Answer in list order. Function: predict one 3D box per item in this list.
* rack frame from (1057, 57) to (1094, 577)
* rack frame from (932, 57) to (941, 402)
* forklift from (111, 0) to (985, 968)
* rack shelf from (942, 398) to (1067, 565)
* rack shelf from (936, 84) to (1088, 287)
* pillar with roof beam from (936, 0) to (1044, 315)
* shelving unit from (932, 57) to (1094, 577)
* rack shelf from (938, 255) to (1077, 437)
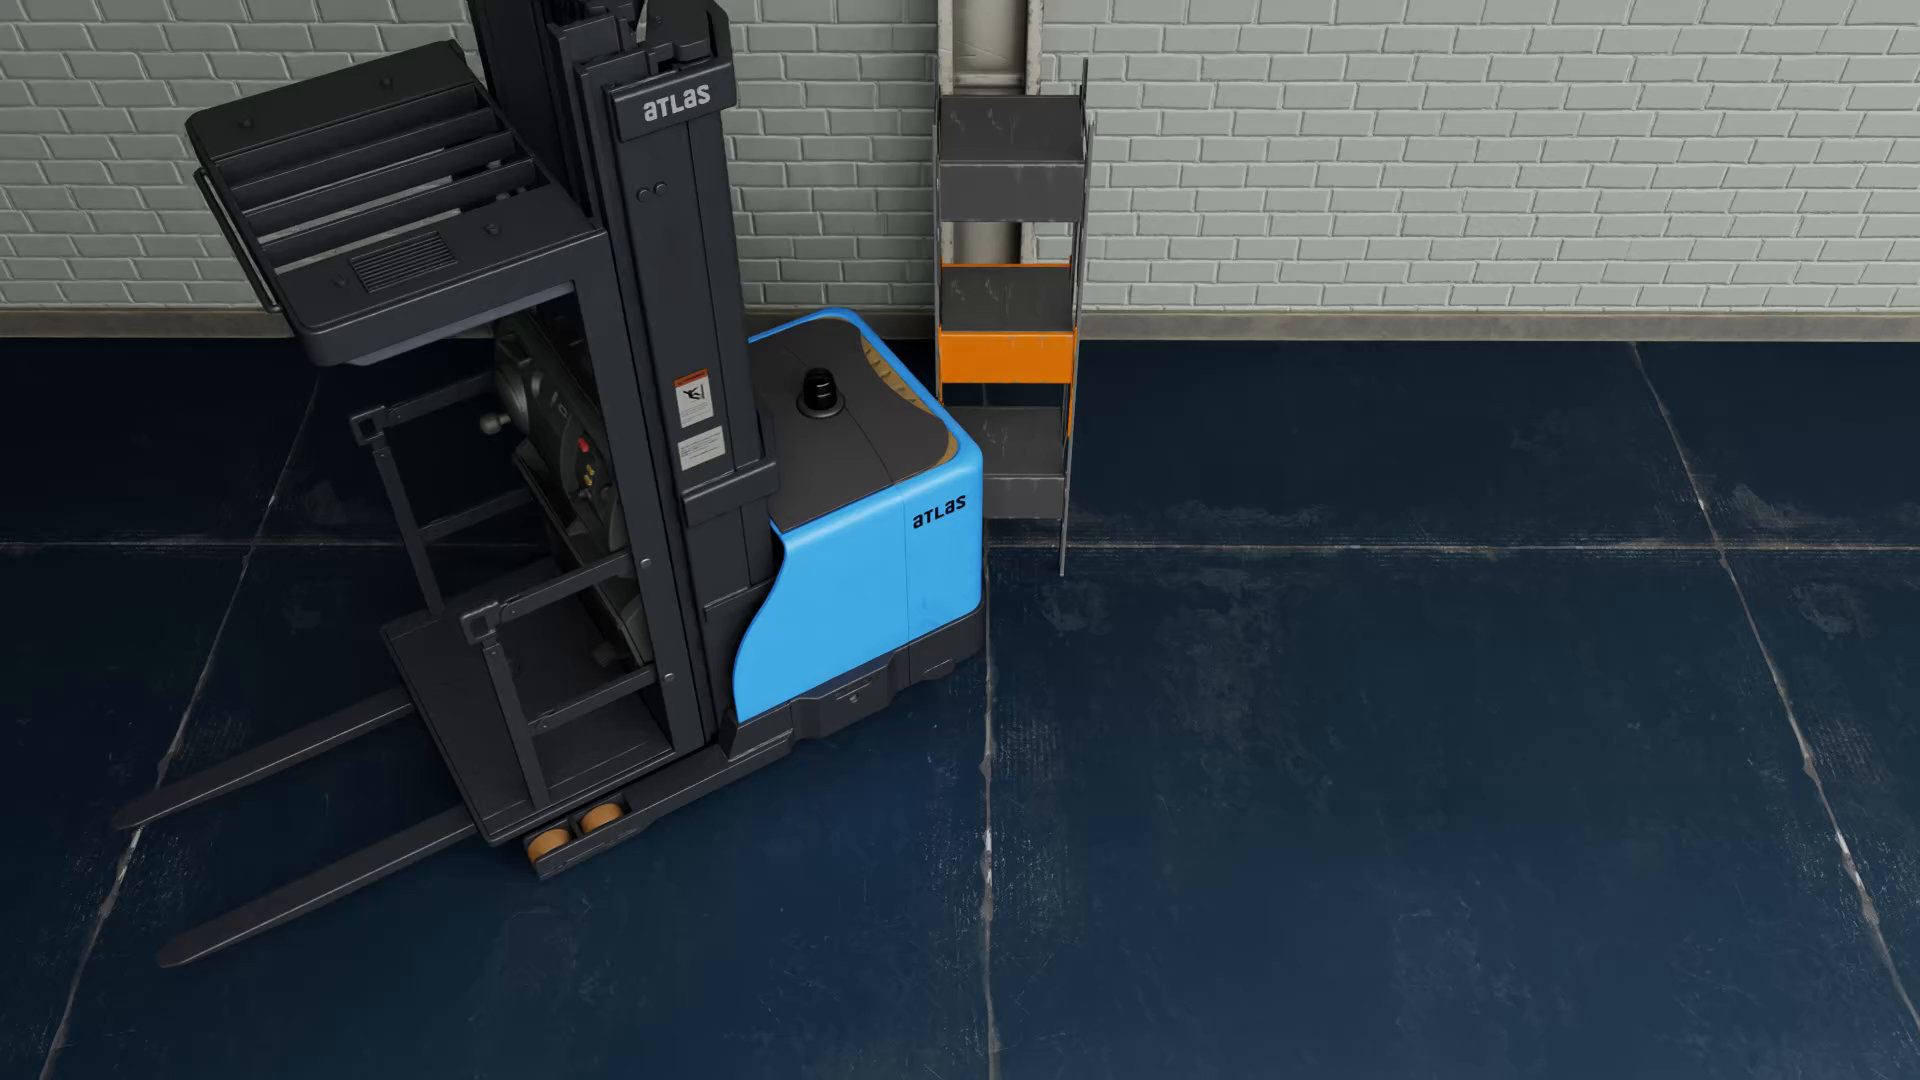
[{"bbox_3d":[0.410,-0.714,6.061,0.015,2.100,0.400,0,47,0],"label":"rack frame"},{"bbox_3d":[-0.078,-0.716,6.062,0.015,2.100,0.400,0,47,0],"label":"rack frame"},{"bbox_3d":[-1.428,-0.287,5.095,3.031,2.935,1.130,-25,52,-21],"label":"forklift"},{"bbox_3d":[0.166,-0.229,6.584,0.480,0.518,0.431,0,47,0],"label":"rack shelf"},{"bbox_3d":[0.166,-1.183,5.559,0.480,0.518,0.431,0,47,0],"label":"rack shelf"},{"bbox_3d":[0.096,-0.757,1.388,0.400,9.000,9.100,0,47,0],"label":"pillar with roof beam"},{"bbox_3d":[0.166,-0.715,6.062,0.503,2.100,0.431,0,47,0],"label":"shelving unit"},{"bbox_3d":[0.166,-0.706,6.072,0.480,0.518,0.431,0,47,0],"label":"rack shelf"}]
